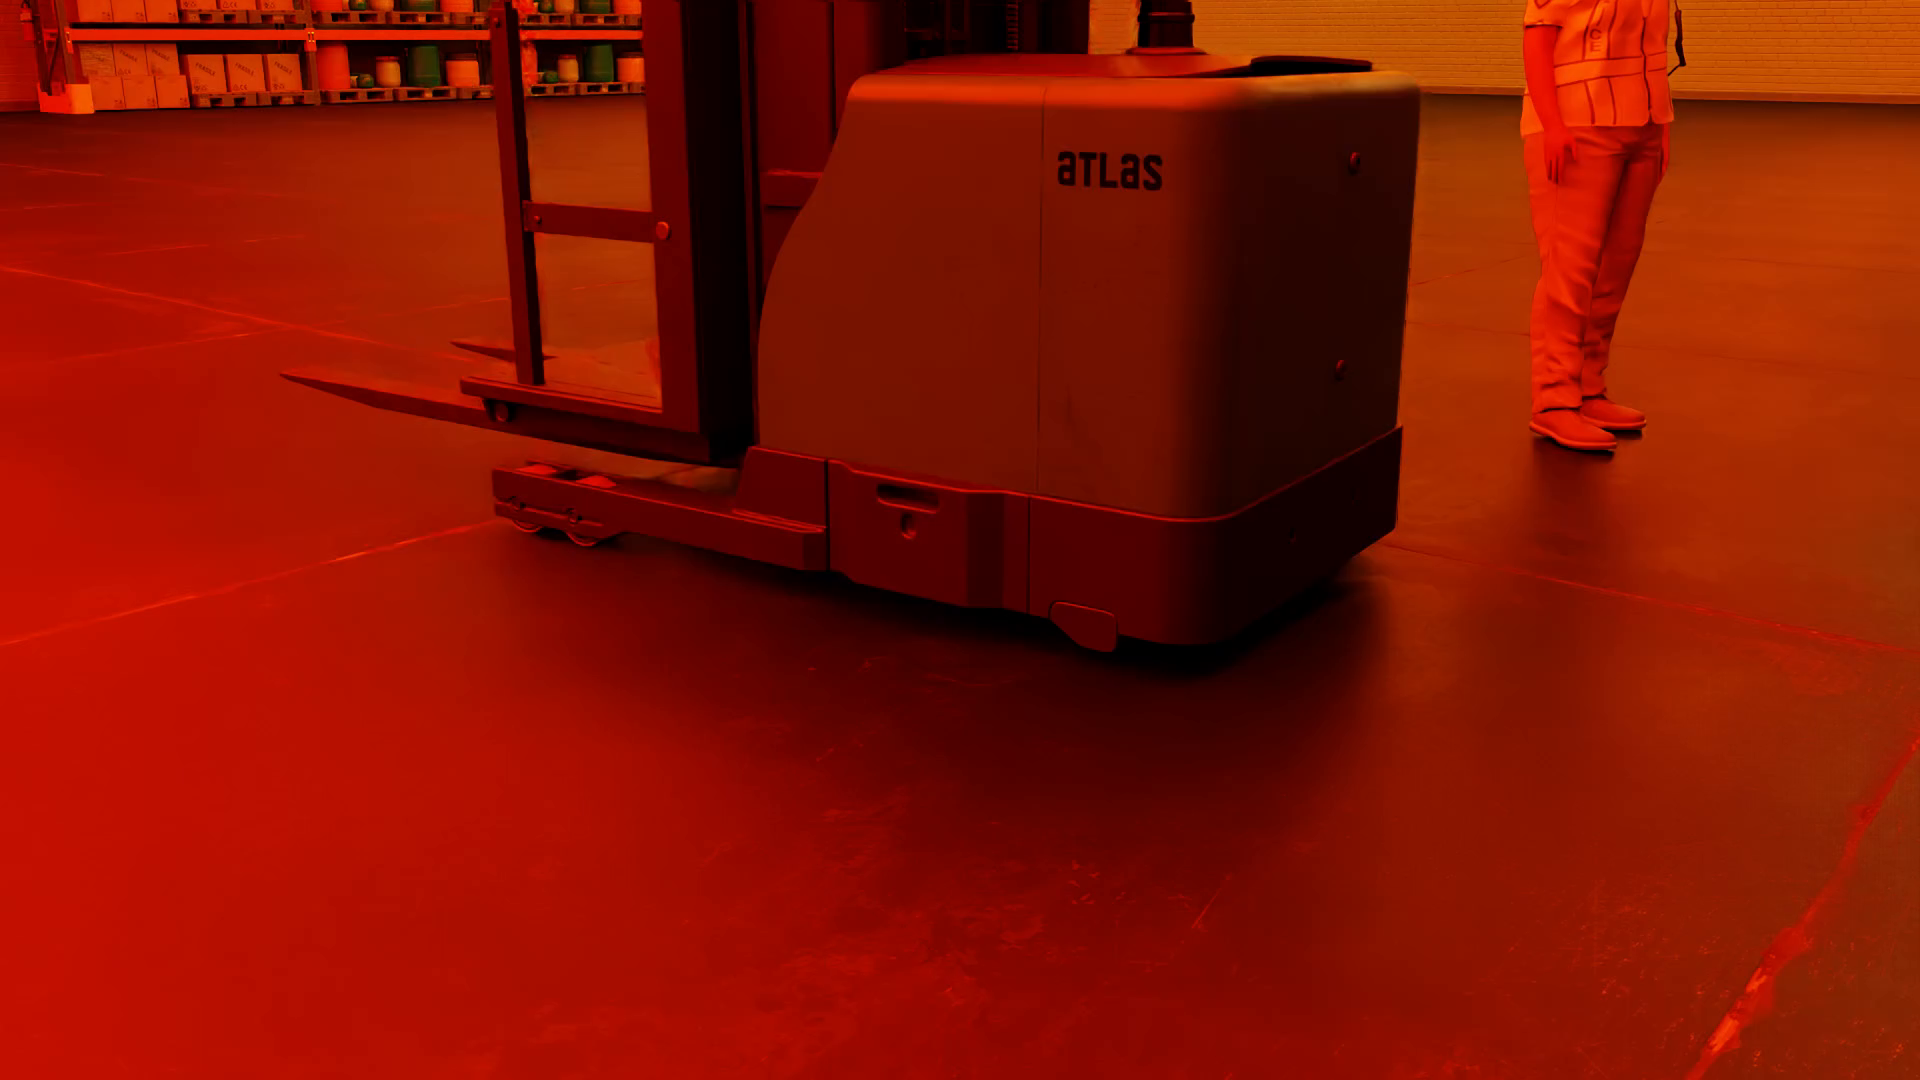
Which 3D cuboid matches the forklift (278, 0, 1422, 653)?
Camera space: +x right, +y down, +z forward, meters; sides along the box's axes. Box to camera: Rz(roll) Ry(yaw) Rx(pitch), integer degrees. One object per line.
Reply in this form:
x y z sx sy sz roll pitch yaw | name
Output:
-0.511 -1.500 3.839 3.031 2.935 1.130 11 20 33 | forklift

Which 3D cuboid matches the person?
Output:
1.907 -1.148 4.831 0.595 1.669 0.531 -11 20 -32 | person
